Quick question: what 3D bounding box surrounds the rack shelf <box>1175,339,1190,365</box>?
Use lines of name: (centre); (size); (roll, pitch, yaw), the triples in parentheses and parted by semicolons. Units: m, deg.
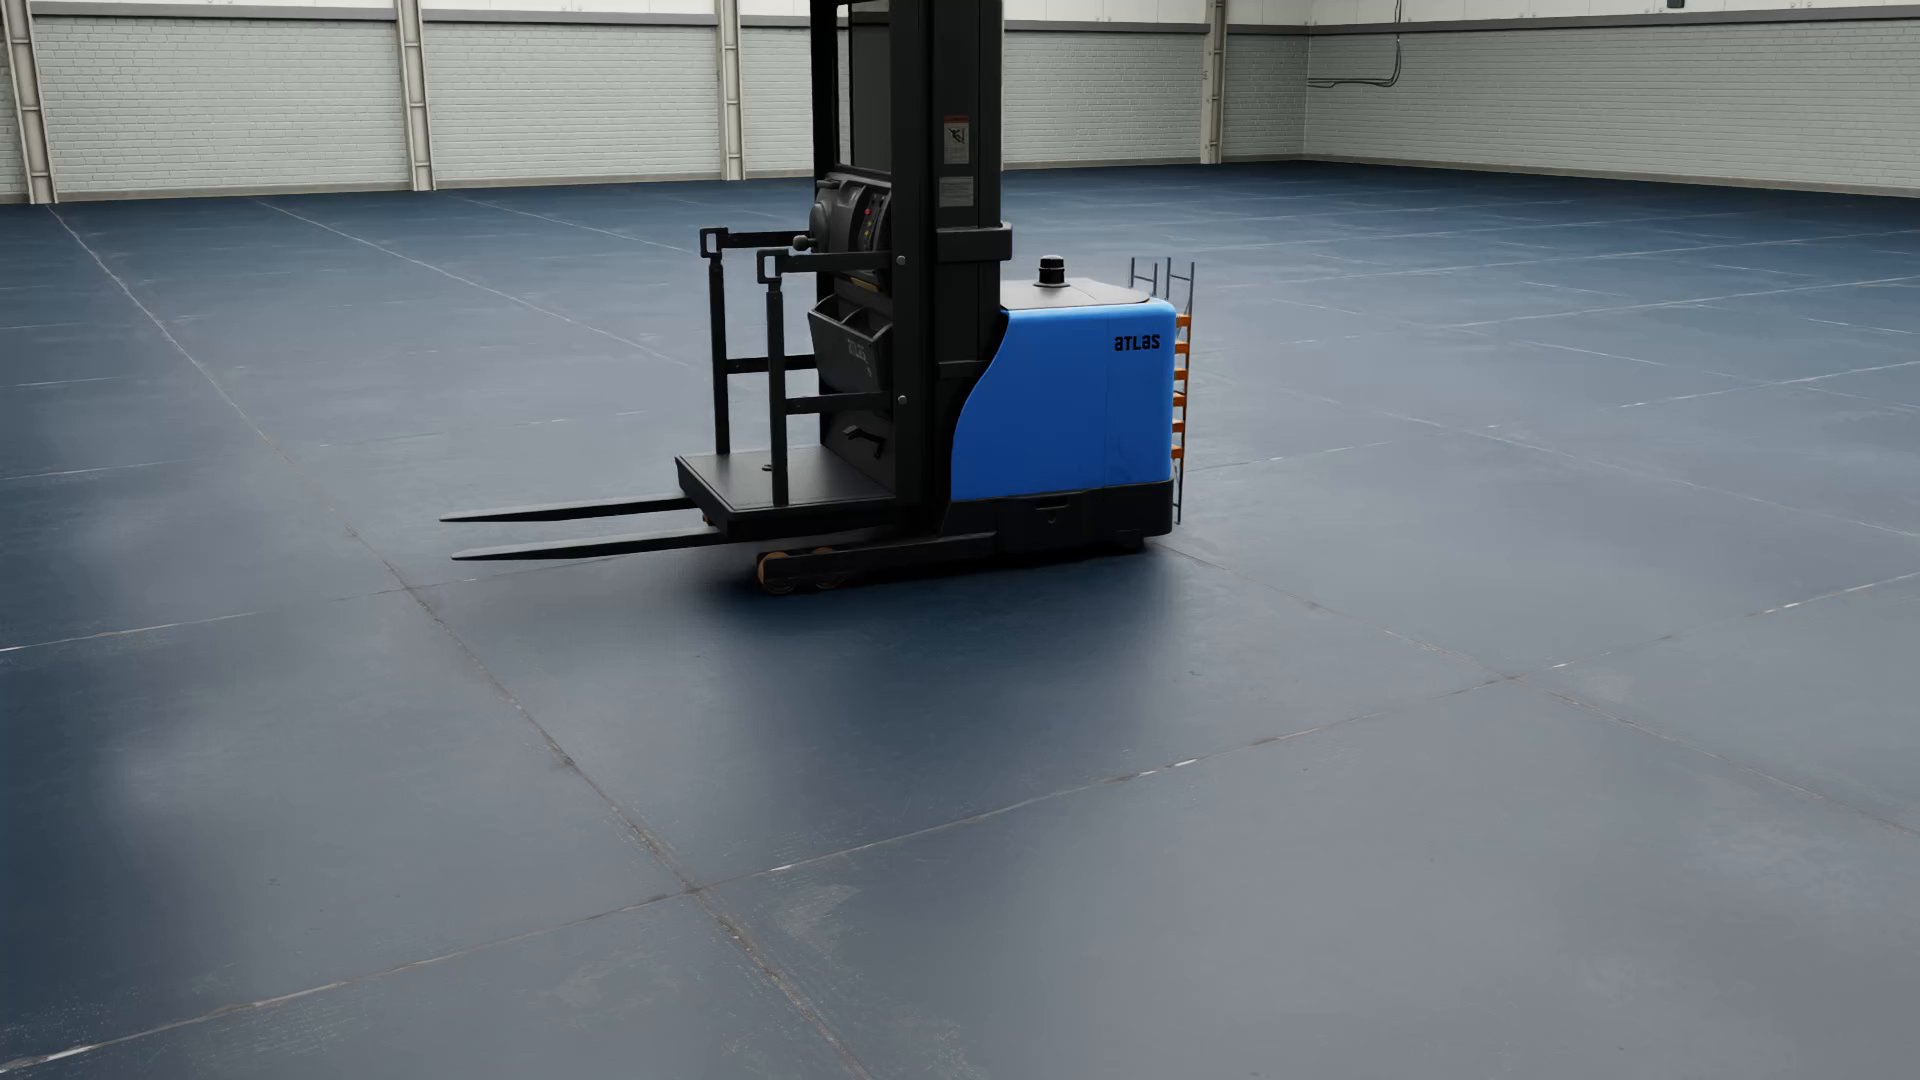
rack shelf: (0.897, -0.860, 7.522); (0.180, 0.103, 0.258); (-5, 16, -21)

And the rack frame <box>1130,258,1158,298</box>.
rack frame: (0.808, -0.664, 7.541); (0.006, 1.200, 0.240); (-5, 16, -21)

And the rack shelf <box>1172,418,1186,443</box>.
rack shelf: (0.891, -0.512, 7.617); (0.180, 0.103, 0.258); (-5, 16, -21)

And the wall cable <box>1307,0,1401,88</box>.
wall cable: (9.031, -11.705, 38.245); (0.112, 2.526, 3.097); (-9, 18, -30)

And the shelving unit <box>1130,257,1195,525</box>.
shelving unit: (0.894, -0.671, 7.574); (0.189, 1.200, 0.258); (-5, 16, -21)

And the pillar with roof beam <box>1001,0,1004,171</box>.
pillar with roof beam: (2.899, -11.266, 30.928); (0.400, 9.000, 9.100); (-9, 18, -30)

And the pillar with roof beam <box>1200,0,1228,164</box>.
pillar with roof beam: (8.042, -12.100, 33.904); (0.400, 9.000, 9.100); (-9, 18, -30)

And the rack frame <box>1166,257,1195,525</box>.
rack frame: (0.979, -0.678, 7.606); (0.006, 1.200, 0.240); (-5, 16, -21)

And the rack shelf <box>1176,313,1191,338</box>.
rack shelf: (0.899, -0.975, 7.491); (0.180, 0.103, 0.258); (-5, 16, -21)

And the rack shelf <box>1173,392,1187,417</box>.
rack shelf: (0.893, -0.628, 7.585); (0.180, 0.103, 0.258); (-5, 16, -21)

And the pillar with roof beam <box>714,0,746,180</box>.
pillar with roof beam: (-2.244, -10.432, 27.953); (0.400, 9.000, 9.100); (-9, 18, -30)

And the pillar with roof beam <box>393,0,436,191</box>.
pillar with roof beam: (-7.387, -9.598, 24.978); (0.400, 9.000, 9.100); (-9, 18, -30)

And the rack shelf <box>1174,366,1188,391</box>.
rack shelf: (0.895, -0.744, 7.554); (0.180, 0.103, 0.258); (-5, 16, -21)

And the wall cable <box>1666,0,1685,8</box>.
wall cable: (13.907, -12.639, 29.524); (0.169, 6.003, 2.305); (-9, 18, -30)

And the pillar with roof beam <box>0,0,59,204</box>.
pillar with roof beam: (-12.531, -8.764, 22.002); (0.400, 9.000, 9.100); (-9, 18, -30)

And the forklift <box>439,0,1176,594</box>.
forklift: (-0.640, -1.356, 6.817); (3.031, 2.935, 1.130); (-6, 17, -20)

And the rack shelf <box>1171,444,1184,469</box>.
rack shelf: (0.888, -0.397, 7.648); (0.180, 0.103, 0.258); (-5, 16, -21)
